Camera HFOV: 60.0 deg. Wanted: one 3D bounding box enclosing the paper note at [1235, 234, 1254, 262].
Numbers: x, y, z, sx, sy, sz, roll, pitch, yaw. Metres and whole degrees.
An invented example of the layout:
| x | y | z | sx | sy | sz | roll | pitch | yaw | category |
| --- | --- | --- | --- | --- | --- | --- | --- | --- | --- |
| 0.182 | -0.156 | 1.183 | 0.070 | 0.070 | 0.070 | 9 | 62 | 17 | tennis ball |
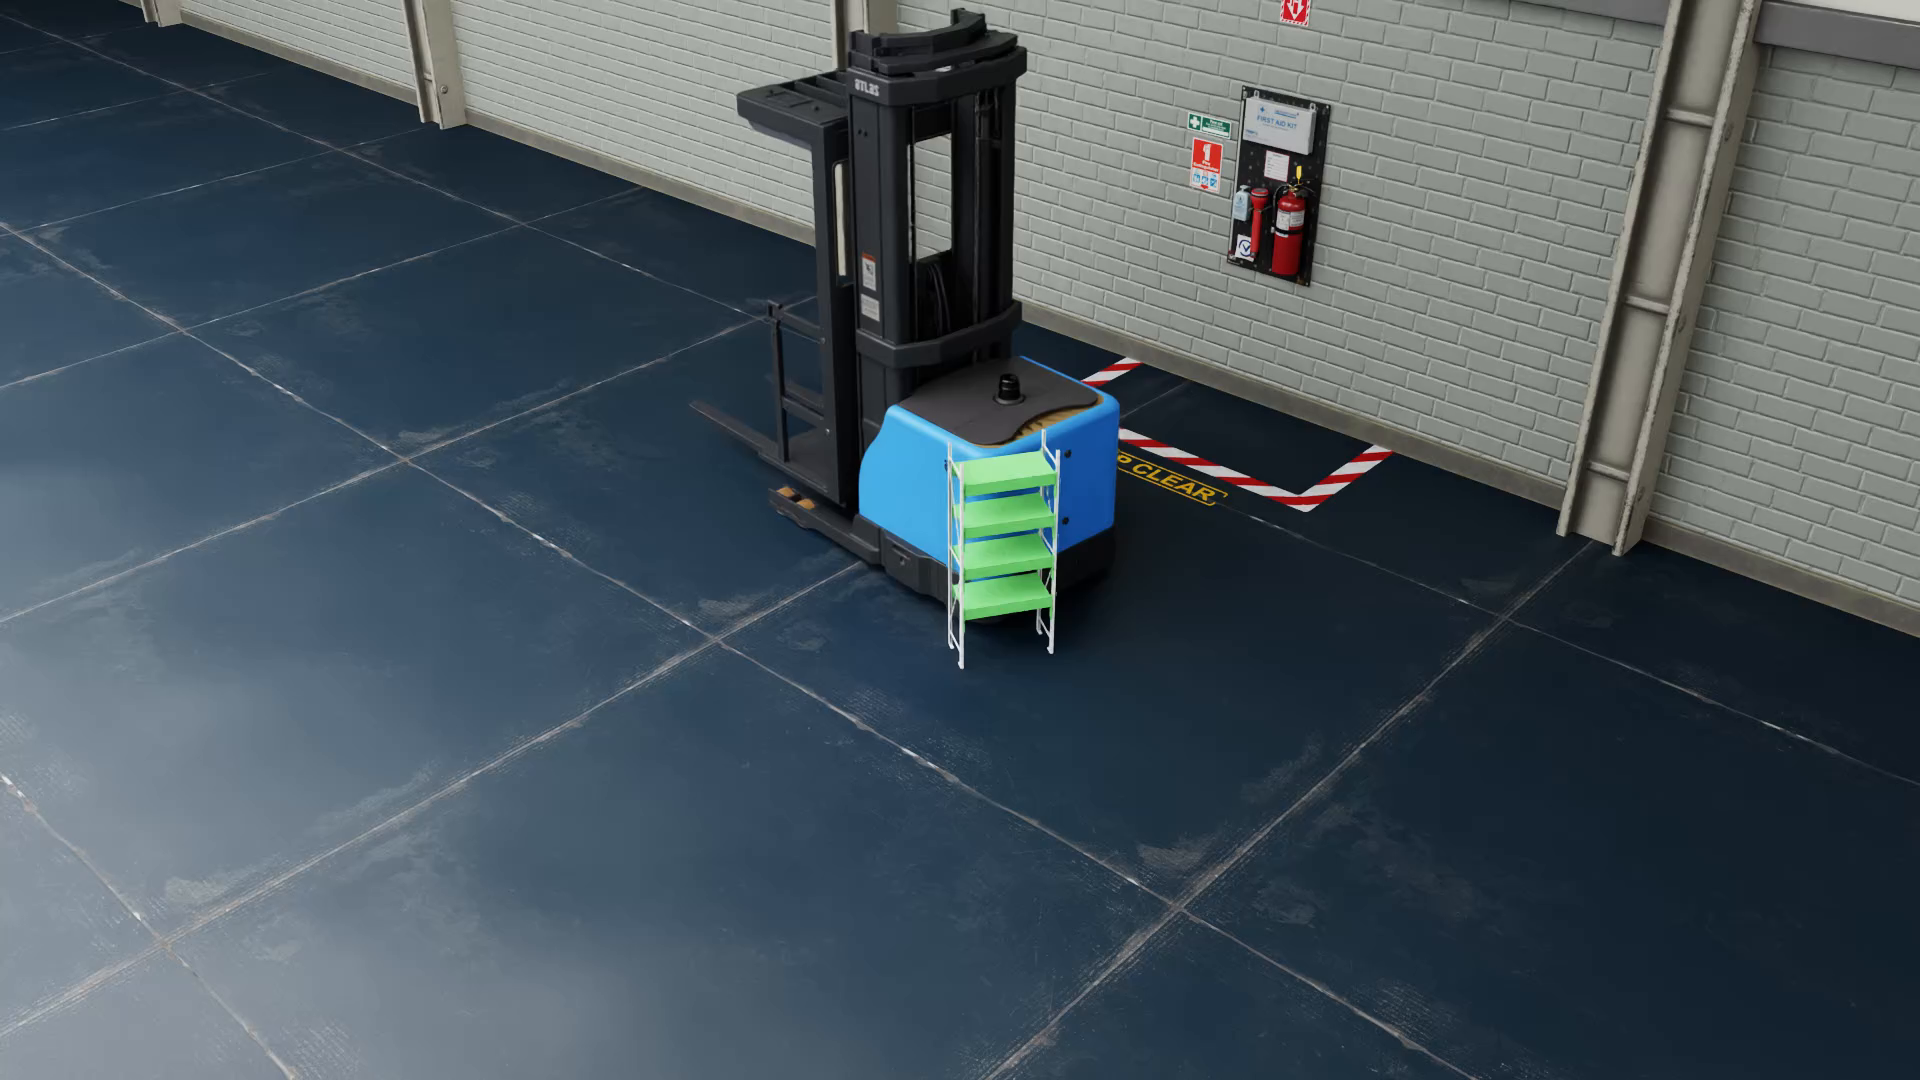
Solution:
| x | y | z | sx | sy | sz | roll | pitch | yaw | category |
| --- | --- | --- | --- | --- | --- | --- | --- | --- | --- |
| 1.853 | -1.895 | 10.788 | 0.142 | 0.148 | 0.016 | 25 | 39 | 35 | paper note |

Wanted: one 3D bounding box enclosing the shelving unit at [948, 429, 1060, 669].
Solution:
| x | y | z | sx | sy | sz | roll | pitch | yaw | category |
| --- | --- | --- | --- | --- | --- | --- | --- | --- | --- |
| 0.213 | 0.056 | 8.438 | 0.503 | 1.200 | 0.258 | -8 | 32 | -14 | shelving unit |

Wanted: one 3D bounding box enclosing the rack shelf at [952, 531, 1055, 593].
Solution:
| x | y | z | sx | sy | sz | roll | pitch | yaw | category |
| --- | --- | --- | --- | --- | --- | --- | --- | --- | --- |
| 0.213 | 0.111 | 8.471 | 0.480 | 0.148 | 0.258 | -8 | 32 | -14 | rack shelf |

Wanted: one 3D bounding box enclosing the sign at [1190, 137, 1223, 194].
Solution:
| x | y | z | sx | sy | sz | roll | pitch | yaw | category |
| --- | --- | --- | --- | --- | --- | --- | --- | --- | --- |
| 1.597 | -2.430 | 10.789 | 0.234 | 0.329 | 0.001 | 25 | 39 | 35 | sign |

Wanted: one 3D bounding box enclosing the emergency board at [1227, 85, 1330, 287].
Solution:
| x | y | z | sx | sy | sz | roll | pitch | yaw | category |
| --- | --- | --- | --- | --- | --- | --- | --- | --- | --- |
| 1.938 | -2.184 | 10.415 | 0.643 | 1.169 | 0.194 | 25 | 39 | 35 | emergency board |

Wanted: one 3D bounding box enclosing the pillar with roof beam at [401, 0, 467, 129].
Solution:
| x | y | z | sx | sy | sz | roll | pitch | yaw | category |
| --- | --- | --- | --- | --- | --- | --- | --- | --- | --- |
| -8.041 | -6.392 | 11.587 | 0.400 | 9.000 | 9.100 | 25 | 39 | 35 | pillar with roof beam |

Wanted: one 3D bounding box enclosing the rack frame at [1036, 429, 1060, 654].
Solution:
| x | y | z | sx | sy | sz | roll | pitch | yaw | category |
| --- | --- | --- | --- | --- | --- | --- | --- | --- | --- |
| 0.448 | 0.022 | 8.495 | 0.015 | 1.200 | 0.240 | -8 | 32 | -14 | rack frame |

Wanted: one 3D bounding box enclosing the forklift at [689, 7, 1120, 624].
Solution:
| x | y | z | sx | sy | sz | roll | pitch | yaw | category |
| --- | --- | --- | --- | --- | --- | --- | --- | --- | --- |
| -0.490 | -1.486 | 9.321 | 1.130 | 2.935 | 3.031 | -25 | 39 | -35 | forklift |

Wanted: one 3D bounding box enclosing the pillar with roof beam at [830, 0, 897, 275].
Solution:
| x | y | z | sx | sy | sz | roll | pitch | yaw | category |
| --- | --- | --- | --- | --- | --- | --- | --- | --- | --- |
| -3.593 | -4.315 | 8.137 | 0.400 | 9.000 | 9.100 | 25 | 39 | 35 | pillar with roof beam |

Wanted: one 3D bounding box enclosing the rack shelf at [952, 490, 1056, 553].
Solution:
| x | y | z | sx | sy | sz | roll | pitch | yaw | category |
| --- | --- | --- | --- | --- | --- | --- | --- | --- | --- |
| 0.213 | -0.095 | 8.347 | 0.480 | 0.148 | 0.258 | -8 | 32 | -14 | rack shelf |

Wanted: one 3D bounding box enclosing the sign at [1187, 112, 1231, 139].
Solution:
| x | y | z | sx | sy | sz | roll | pitch | yaw | category |
| --- | --- | --- | --- | --- | --- | --- | --- | --- | --- |
| 1.595 | -2.653 | 10.644 | 0.331 | 0.109 | 0.001 | 25 | 39 | 35 | sign |

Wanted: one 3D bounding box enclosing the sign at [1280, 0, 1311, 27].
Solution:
| x | y | z | sx | sy | sz | roll | pitch | yaw | category |
| --- | --- | --- | --- | --- | --- | --- | --- | --- | --- |
| 1.999 | -3.218 | 9.885 | 0.199 | 0.298 | 0.001 | 25 | 39 | 35 | sign |

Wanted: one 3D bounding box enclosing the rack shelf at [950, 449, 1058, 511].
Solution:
| x | y | z | sx | sy | sz | roll | pitch | yaw | category |
| --- | --- | --- | --- | --- | --- | --- | --- | --- | --- |
| 0.213 | -0.300 | 8.223 | 0.480 | 0.148 | 0.258 | -8 | 32 | -14 | rack shelf |

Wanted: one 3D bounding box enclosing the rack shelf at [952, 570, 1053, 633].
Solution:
| x | y | z | sx | sy | sz | roll | pitch | yaw | category |
| --- | --- | --- | --- | --- | --- | --- | --- | --- | --- |
| 0.213 | 0.317 | 8.595 | 0.480 | 0.148 | 0.258 | -8 | 32 | -14 | rack shelf |

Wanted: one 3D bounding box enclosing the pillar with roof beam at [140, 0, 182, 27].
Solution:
| x | y | z | sx | sy | sz | roll | pitch | yaw | category |
| --- | --- | --- | --- | --- | --- | --- | --- | --- | --- |
| -12.490 | -8.468 | 15.036 | 0.400 | 9.000 | 9.100 | 25 | 39 | 35 | pillar with roof beam |

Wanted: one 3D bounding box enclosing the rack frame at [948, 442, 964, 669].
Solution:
| x | y | z | sx | sy | sz | roll | pitch | yaw | category |
| --- | --- | --- | --- | --- | --- | --- | --- | --- | --- |
| -0.021 | 0.091 | 8.380 | 0.015 | 1.200 | 0.240 | -8 | 32 | -14 | rack frame |

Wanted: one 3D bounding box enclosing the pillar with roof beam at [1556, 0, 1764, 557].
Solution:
| x | y | z | sx | sy | sz | roll | pitch | yaw | category |
| --- | --- | --- | --- | --- | --- | --- | --- | --- | --- |
| 0.856 | -2.239 | 4.688 | 0.400 | 9.000 | 9.100 | 25 | 39 | 35 | pillar with roof beam |
